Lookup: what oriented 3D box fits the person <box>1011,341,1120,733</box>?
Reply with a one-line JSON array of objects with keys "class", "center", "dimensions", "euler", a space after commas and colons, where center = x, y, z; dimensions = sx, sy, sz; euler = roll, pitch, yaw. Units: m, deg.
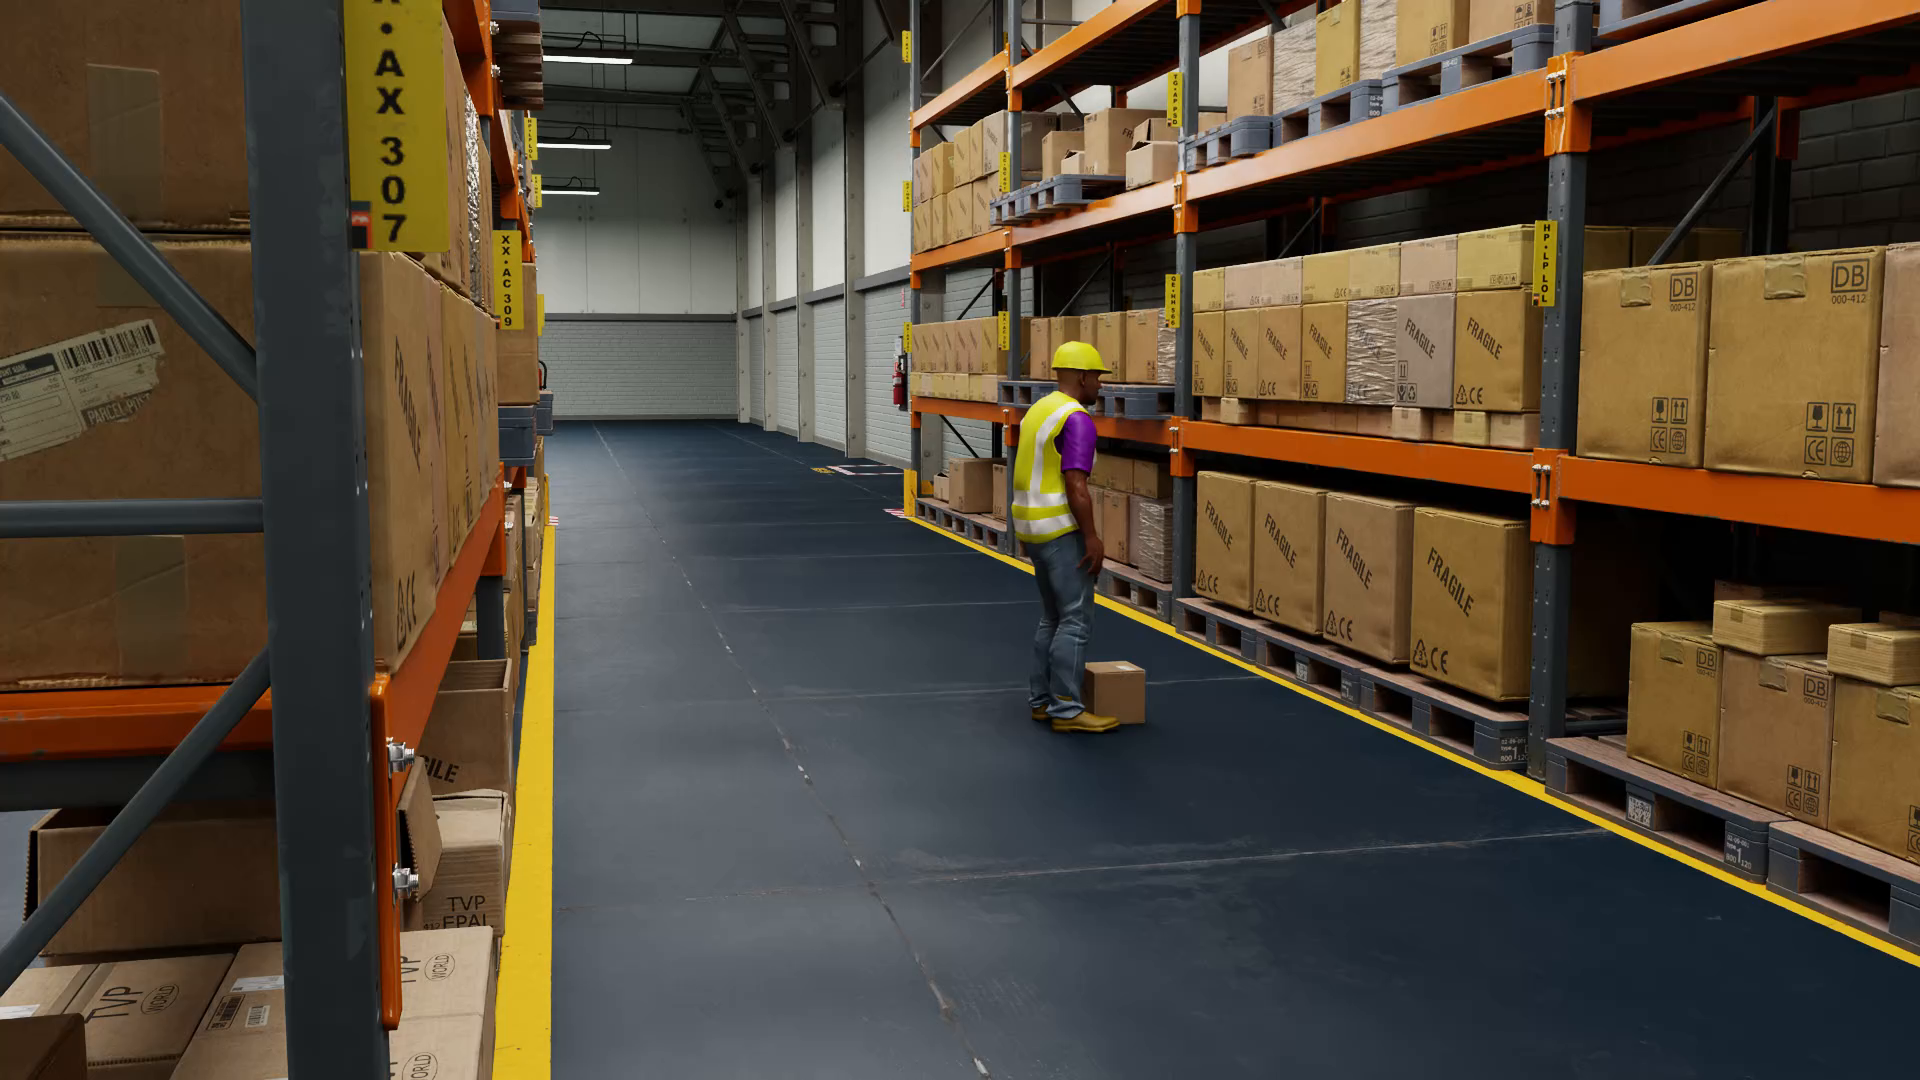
[{"class": "person", "center": [0.486, -0.028, 7.640], "dimensions": [0.459, 1.760, 0.634], "euler": [-2, 6, -17]}]
